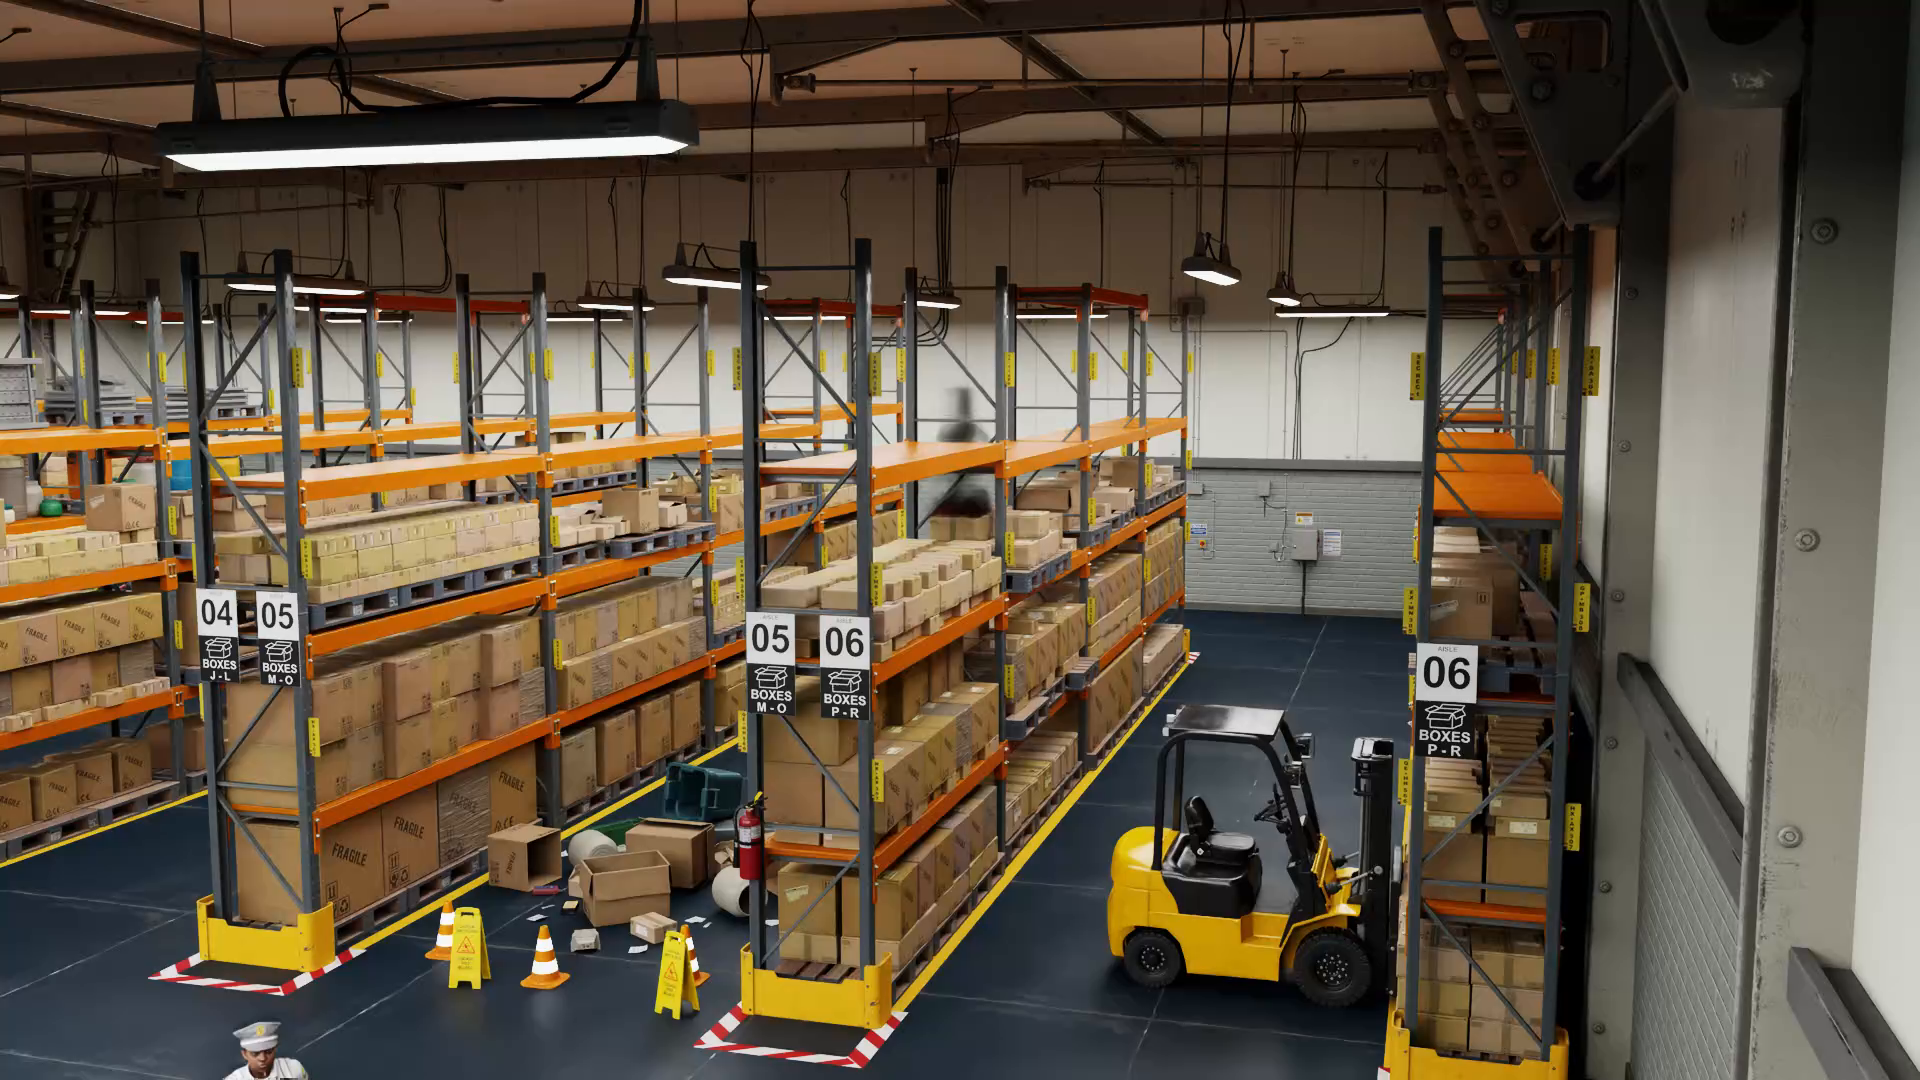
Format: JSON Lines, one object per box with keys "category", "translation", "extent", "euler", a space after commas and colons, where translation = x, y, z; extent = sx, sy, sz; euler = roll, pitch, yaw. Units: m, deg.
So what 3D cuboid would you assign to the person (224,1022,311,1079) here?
{"category": "person", "translation": [-3.675, 3.327, 8.781], "extent": [0.566, 1.694, 0.929], "euler": [-4, 7, -30]}
